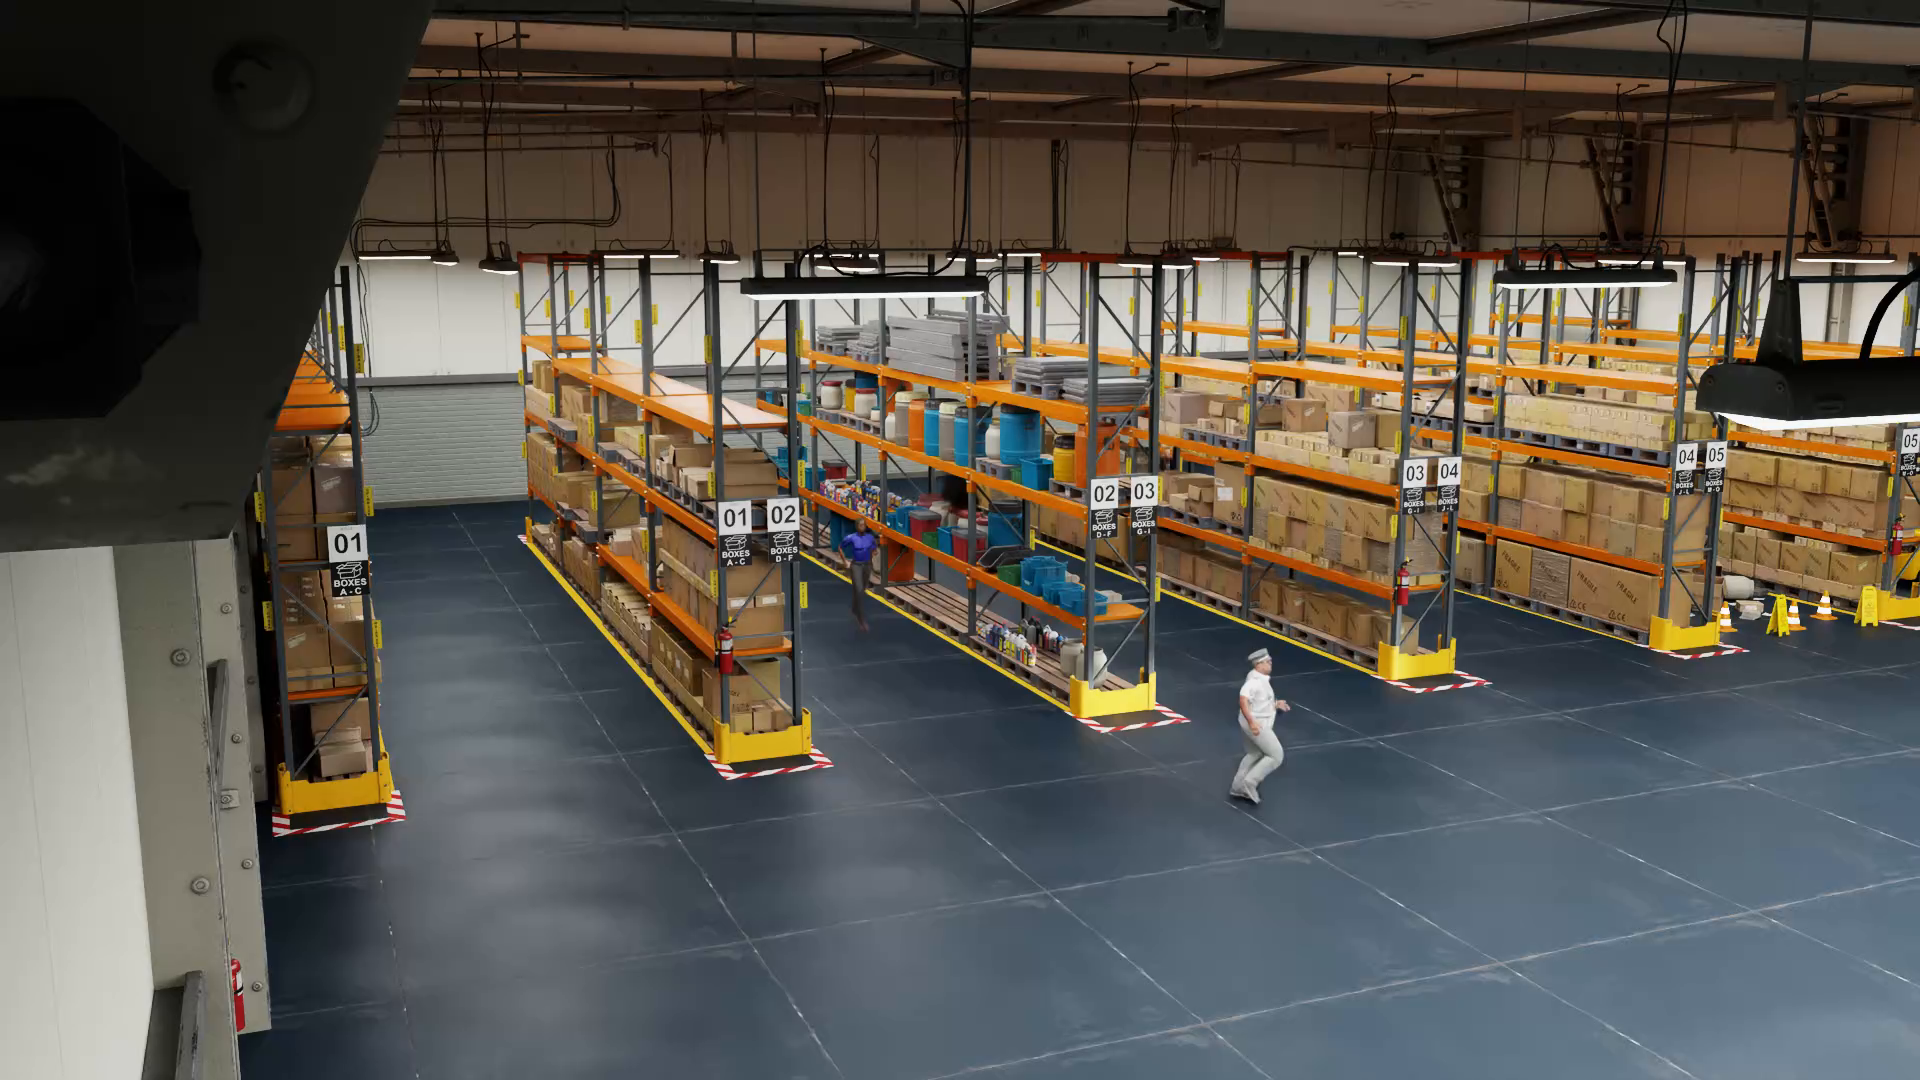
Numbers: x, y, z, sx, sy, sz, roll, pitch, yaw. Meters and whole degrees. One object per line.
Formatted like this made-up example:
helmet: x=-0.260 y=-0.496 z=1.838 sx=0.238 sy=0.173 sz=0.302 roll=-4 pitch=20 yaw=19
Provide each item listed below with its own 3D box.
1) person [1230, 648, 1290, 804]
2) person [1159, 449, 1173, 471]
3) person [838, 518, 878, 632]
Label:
person: x=3.410 y=2.086 z=18.800 sx=0.653 sy=1.774 sz=0.662 roll=0 pitch=10 yaw=2
person: x=4.592 y=-1.275 z=37.564 sx=0.691 sy=1.637 sz=0.970 roll=-4 pitch=11 yaw=-21
person: x=-1.551 y=0.520 z=26.026 sx=0.547 sy=1.749 sz=0.724 roll=-7 pitch=13 yaw=-35
